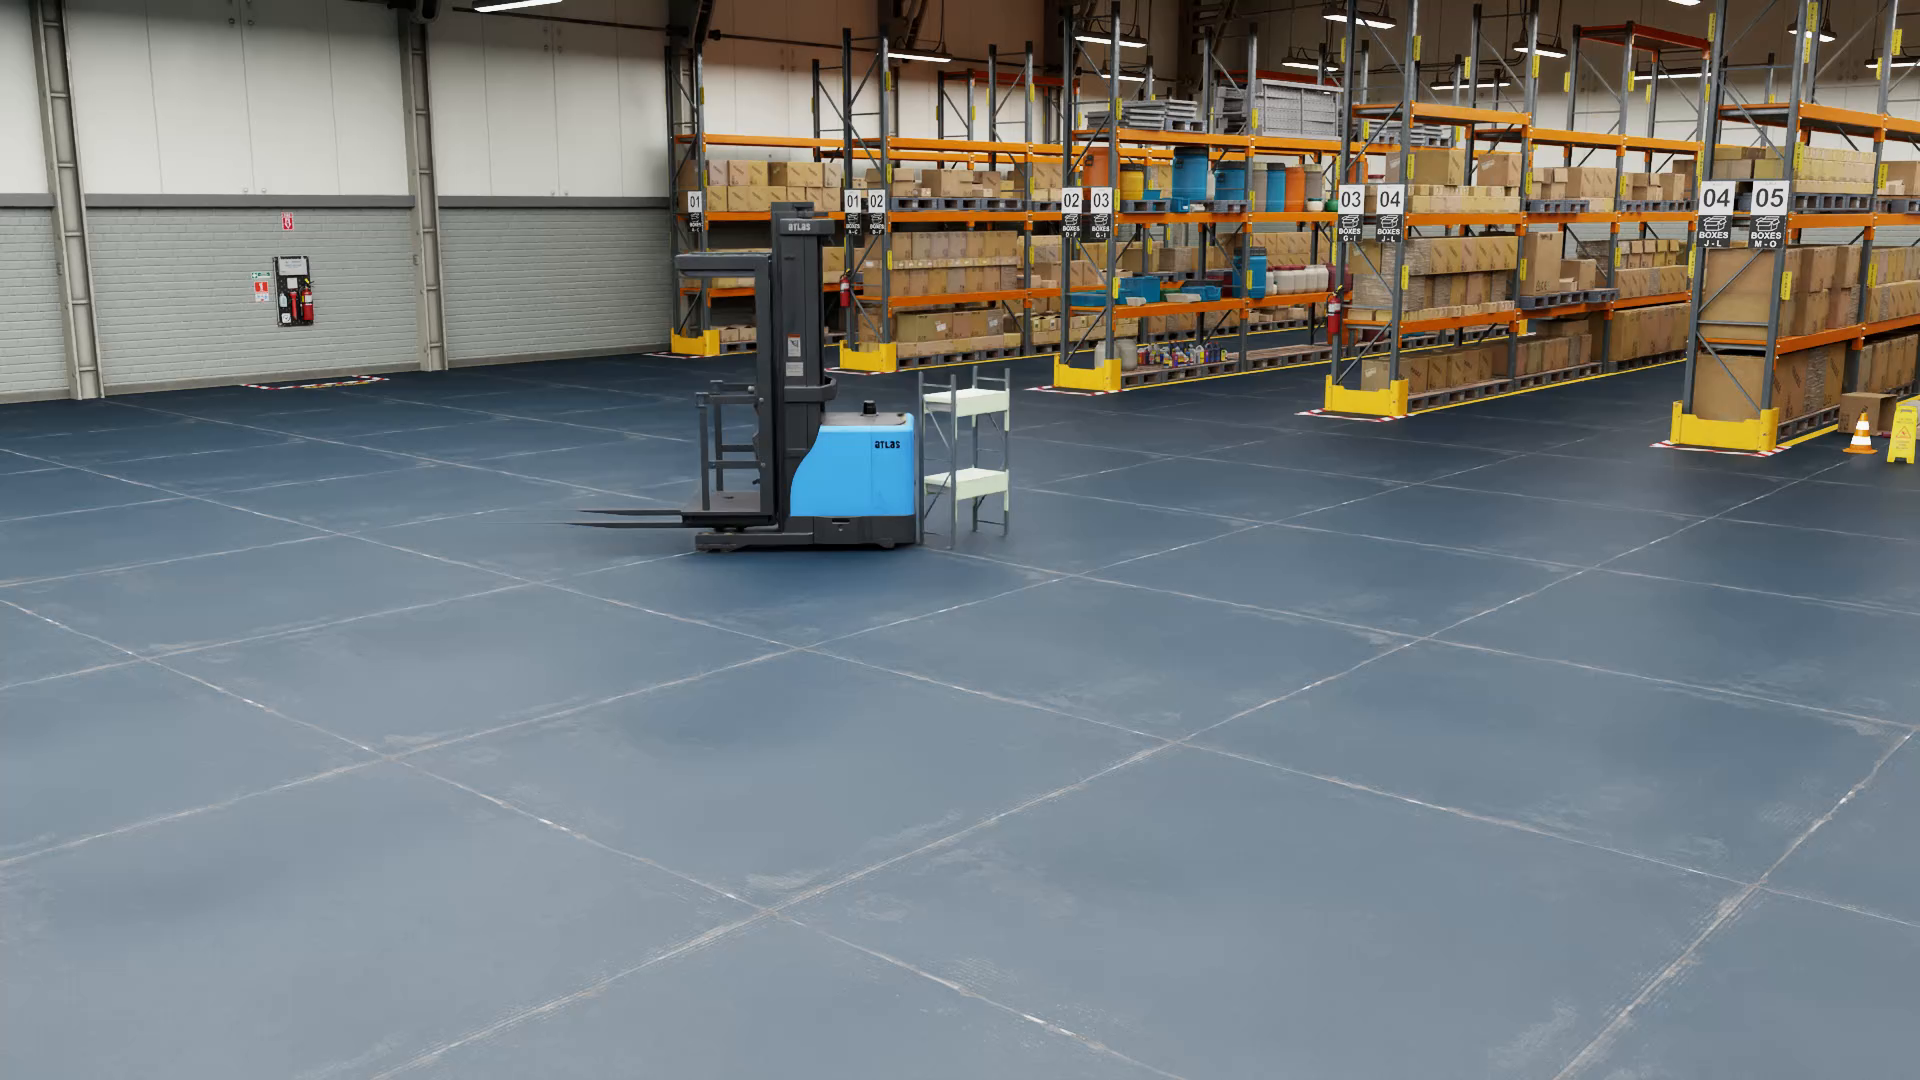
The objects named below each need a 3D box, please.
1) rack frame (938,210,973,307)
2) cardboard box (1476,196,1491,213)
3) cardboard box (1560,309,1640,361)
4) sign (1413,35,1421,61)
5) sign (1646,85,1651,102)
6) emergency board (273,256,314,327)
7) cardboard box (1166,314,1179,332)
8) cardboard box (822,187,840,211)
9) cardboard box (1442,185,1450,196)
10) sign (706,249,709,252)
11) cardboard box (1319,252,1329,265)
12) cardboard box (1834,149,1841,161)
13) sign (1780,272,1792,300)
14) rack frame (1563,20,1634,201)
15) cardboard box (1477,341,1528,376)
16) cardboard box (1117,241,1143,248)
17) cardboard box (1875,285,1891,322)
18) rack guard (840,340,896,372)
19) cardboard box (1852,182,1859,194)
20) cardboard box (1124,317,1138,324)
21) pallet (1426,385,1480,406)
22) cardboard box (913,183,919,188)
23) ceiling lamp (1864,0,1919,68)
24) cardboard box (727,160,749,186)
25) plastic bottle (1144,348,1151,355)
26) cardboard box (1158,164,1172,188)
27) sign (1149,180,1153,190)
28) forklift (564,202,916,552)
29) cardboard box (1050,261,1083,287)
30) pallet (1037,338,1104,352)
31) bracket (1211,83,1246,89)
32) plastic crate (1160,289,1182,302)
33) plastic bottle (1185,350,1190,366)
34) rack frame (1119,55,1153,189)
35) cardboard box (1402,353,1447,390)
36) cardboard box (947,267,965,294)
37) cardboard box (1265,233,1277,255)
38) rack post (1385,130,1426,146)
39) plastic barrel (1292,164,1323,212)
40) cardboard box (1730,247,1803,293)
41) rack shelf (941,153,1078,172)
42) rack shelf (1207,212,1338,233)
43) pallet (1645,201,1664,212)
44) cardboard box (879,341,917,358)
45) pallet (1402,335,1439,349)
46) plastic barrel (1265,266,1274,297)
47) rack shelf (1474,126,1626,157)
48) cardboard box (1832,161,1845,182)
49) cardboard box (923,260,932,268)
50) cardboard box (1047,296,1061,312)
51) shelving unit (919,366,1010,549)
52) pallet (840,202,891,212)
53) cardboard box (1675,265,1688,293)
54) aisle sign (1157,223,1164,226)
[{"bbox_3d":[-0.104,-6.397,39.081,1.000,3.000,0.127,10,15,40],"label":"rack frame"},{"bbox_3d":[7.629,-5.033,24.975,0.500,0.250,0.500,10,15,40],"label":"cardboard box"},{"bbox_3d":[11.530,-3.739,30.124,1.225,0.875,0.875,9,14,38],"label":"cardboard box"},{"bbox_3d":[6.185,-6.667,22.531,0.100,0.325,0.005,10,15,40],"label":"sign"},{"bbox_3d":[13.299,-8.617,32.091,0.100,0.325,0.005,10,15,40],"label":"sign"},{"bbox_3d":[-11.193,-4.193,28.048,0.194,1.169,0.643,10,15,40],"label":"emergency board"},{"bbox_3d":[4.476,-4.855,36.619,0.500,0.500,0.500,9,14,38],"label":"cardboard box"},{"bbox_3d":[-2.893,-7.232,35.295,0.500,0.500,0.500,10,15,42],"label":"cardboard box"},{"bbox_3d":[6.848,-5.047,24.029,0.380,0.149,0.250,10,15,40],"label":"cardboard box"},{"bbox_3d":[-4.977,-5.574,32.752,0.100,0.325,0.005,10,15,40],"label":"sign"},{"bbox_3d":[8.810,-6.882,41.254,0.500,0.500,0.500,10,15,42],"label":"cardboard box"},{"bbox_3d":[10.905,-4.869,21.050,0.380,0.149,0.250,10,15,41],"label":"cardboard box"},{"bbox_3d":[9.850,-3.033,19.827,0.100,0.325,0.005,10,15,40],"label":"sign"},{"bbox_3d":[11.059,-7.418,28.874,1.000,3.000,0.127,10,15,40],"label":"rack frame"},{"bbox_3d":[8.840,-2.965,27.155,0.700,0.500,0.500,8,14,36],"label":"cardboard box"},{"bbox_3d":[4.376,-7.536,44.019,0.980,0.700,0.700,10,15,40],"label":"cardboard box"},{"bbox_3d":[12.959,-3.397,23.806,0.500,0.500,0.500,10,15,41],"label":"cardboard box"},{"bbox_3d":[-1.677,-3.351,30.211,1.175,0.500,0.348,10,15,40],"label":"rack guard"},{"bbox_3d":[11.573,-4.626,21.869,0.380,0.149,0.250,10,15,41],"label":"cardboard box"},{"bbox_3d":[3.459,-4.781,35.505,0.500,0.311,0.500,10,15,42],"label":"cardboard box"},{"bbox_3d":[7.196,-2.236,25.368,1.003,0.211,1.213,10,15,40],"label":"pallet"},{"bbox_3d":[-1.099,-6.456,30.669,0.500,0.250,0.500,10,15,40],"label":"cardboard box"},{"bbox_3d":[20.016,-11.524,34.531,2.000,3.185,0.800,10,15,40],"label":"ceiling lamp"},{"bbox_3d":[-4.579,-7.333,33.248,0.500,0.500,0.500,10,15,40],"label":"cardboard box"},{"bbox_3d":[3.219,-3.200,28.905,0.152,0.276,0.135,9,15,39],"label":"plastic bottle"},{"bbox_3d":[4.249,-7.906,36.169,0.500,0.500,0.500,10,15,40],"label":"cardboard box"},{"bbox_3d":[4.031,-7.447,35.160,0.100,0.325,0.005,10,15,40],"label":"sign"},{"bbox_3d":[-1.906,-1.436,14.417,3.031,2.935,1.130,0,11,-1],"label":"forklift"},{"bbox_3d":[2.177,-5.480,34.233,0.500,0.500,0.500,10,15,40],"label":"cardboard box"},{"bbox_3d":[2.242,-4.095,34.675,1.003,0.211,1.213,10,15,40],"label":"pallet"},{"bbox_3d":[8.025,-13.067,47.969,0.076,0.066,3.189,10,15,40],"label":"bracket"},{"bbox_3d":[3.590,-4.261,28.925,0.450,0.188,0.662,10,15,40],"label":"plastic crate"},{"bbox_3d":[3.914,-3.138,28.608,0.097,0.271,0.097,0,11,0],"label":"plastic bottle"},{"bbox_3d":[3.620,-8.699,35.290,1.000,3.000,0.127,10,15,40],"label":"rack frame"},{"bbox_3d":[6.999,-2.551,25.133,0.500,0.500,0.500,-10,15,-42],"label":"cardboard box"},{"bbox_3d":[-0.323,-4.924,31.452,0.700,0.500,0.500,10,15,42],"label":"cardboard box"},{"bbox_3d":[7.123,-6.994,39.261,0.500,0.500,0.500,9,15,39],"label":"cardboard box"},{"bbox_3d":[8.738,-8.087,33.503,0.954,0.300,0.937,-10,15,-41],"label":"rack post"},{"bbox_3d":[6.633,-6.740,31.861,0.600,0.901,0.600,0,11,0],"label":"plastic barrel"},{"bbox_3d":[10.005,-3.388,20.876,0.875,0.550,0.550,10,15,40],"label":"cardboard box"},{"bbox_3d":[1.217,-9.084,40.076,1.077,0.370,4.000,10,15,40],"label":"rack shelf"},{"bbox_3d":[6.018,-5.940,30.971,1.077,0.370,4.000,10,15,40],"label":"rack shelf"},{"bbox_3d":[12.180,-6.121,30.521,1.003,0.211,1.213,11,16,43],"label":"pallet"},{"bbox_3d":[-1.140,-3.488,30.463,0.500,0.250,0.500,10,15,40],"label":"cardboard box"},{"bbox_3d":[9.438,-4.229,35.346,1.003,0.211,1.213,10,15,40],"label":"pallet"},{"bbox_3d":[5.494,-4.707,30.271,0.433,0.535,0.433,0,11,0],"label":"plastic barrel"},{"bbox_3d":[9.739,-6.575,27.511,1.077,0.370,4.000,10,15,40],"label":"rack shelf"},{"bbox_3d":[10.947,-4.702,21.230,0.500,0.250,0.500,10,15,40],"label":"cardboard box"},{"bbox_3d":[-0.734,-5.090,30.624,0.380,0.149,0.250,9,15,39],"label":"cardboard box"},{"bbox_3d":[2.205,-6.025,41.634,0.750,0.750,0.750,10,15,41],"label":"cardboard box"},{"bbox_3d":[0.041,-0.736,14.566,0.431,1.500,0.755,9,15,39],"label":"shelving unit"},{"bbox_3d":[-2.256,-7.264,36.245,1.213,0.211,1.003,10,15,40],"label":"pallet"},{"bbox_3d":[13.596,-5.009,31.877,0.500,0.500,0.500,10,15,41],"label":"cardboard box"},{"bbox_3d":[5.450,-8.821,44.578,0.394,0.787,0.004,10,15,40],"label":"aisle sign"}]
